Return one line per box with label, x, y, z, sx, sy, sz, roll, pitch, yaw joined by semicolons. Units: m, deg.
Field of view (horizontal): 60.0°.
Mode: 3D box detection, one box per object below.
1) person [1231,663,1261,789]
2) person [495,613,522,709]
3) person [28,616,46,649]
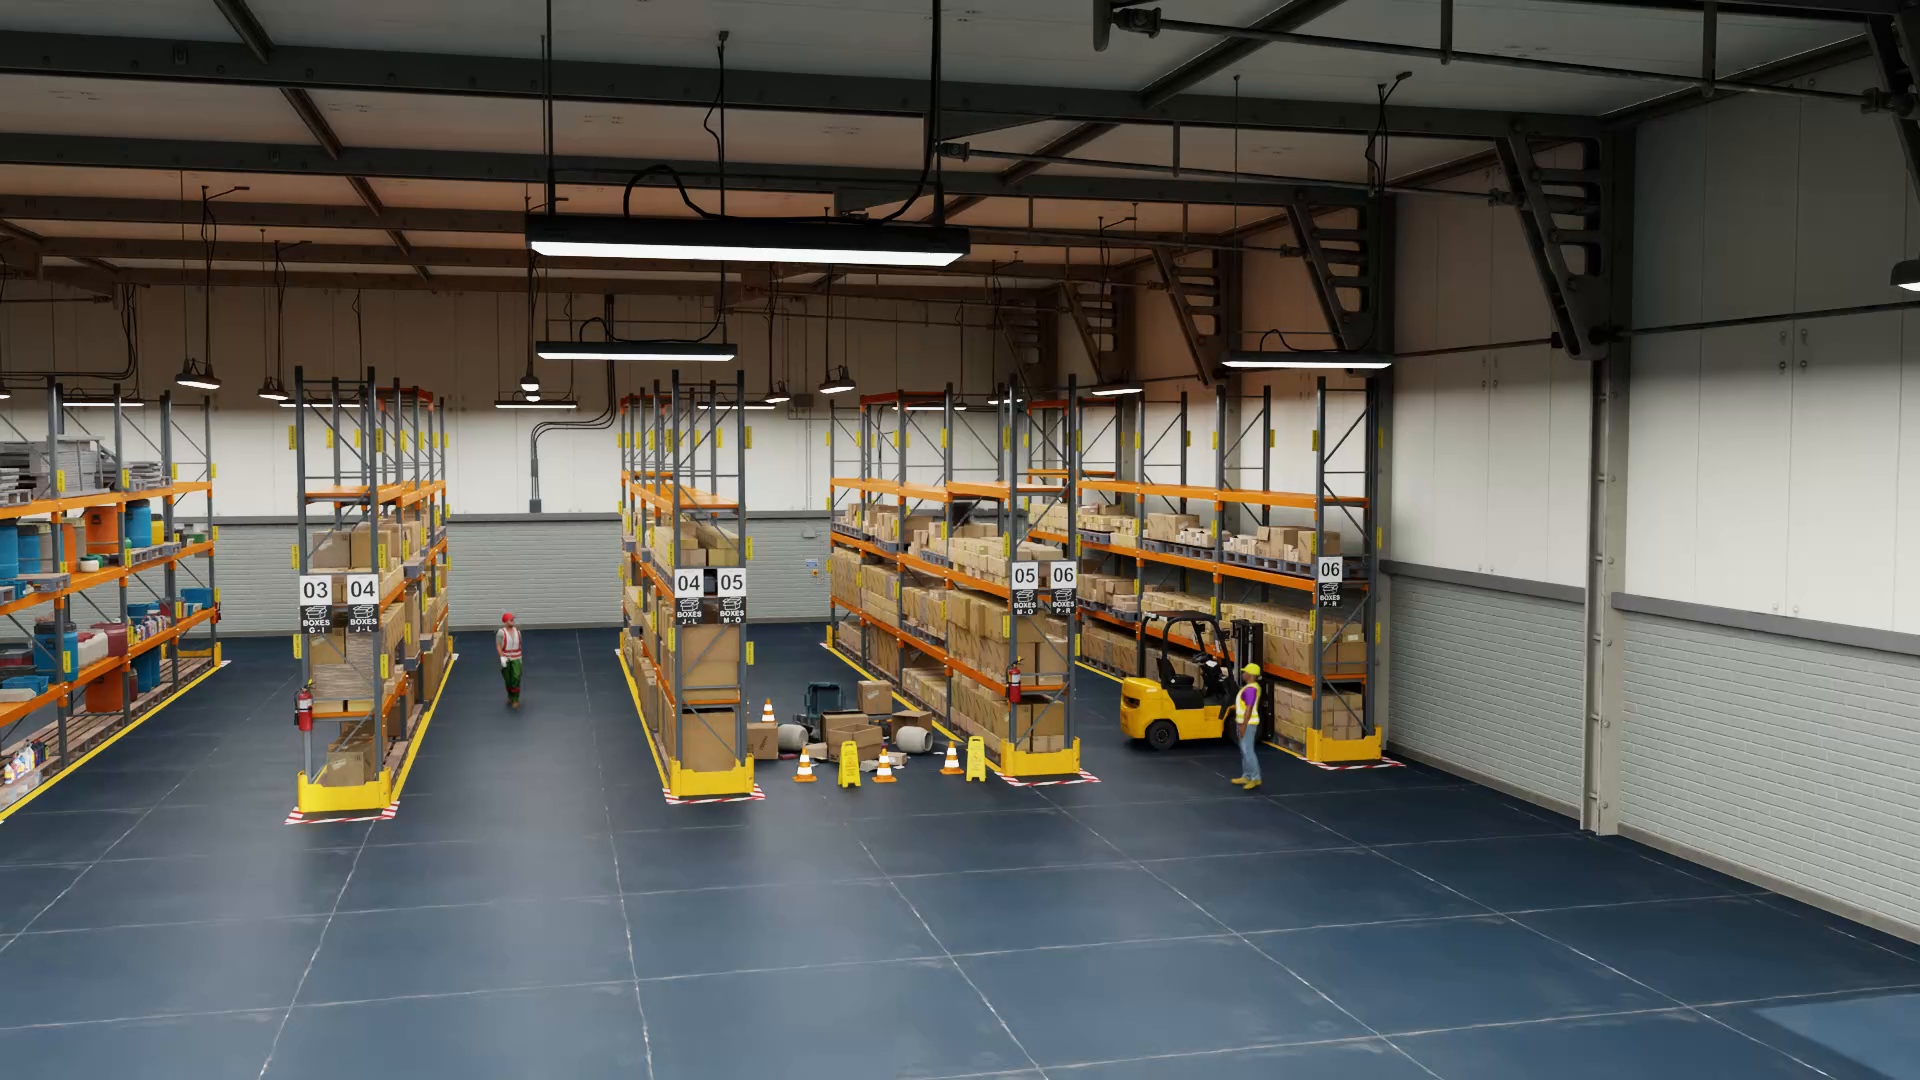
person;4.169;2.681;24.091;0.419;1.793;0.613;0;3;-8
person;-8.444;2.238;31.127;0.484;1.734;0.981;0;3;-8
person;-18.137;2.313;32.880;0.499;1.445;0.939;-1;4;-18
